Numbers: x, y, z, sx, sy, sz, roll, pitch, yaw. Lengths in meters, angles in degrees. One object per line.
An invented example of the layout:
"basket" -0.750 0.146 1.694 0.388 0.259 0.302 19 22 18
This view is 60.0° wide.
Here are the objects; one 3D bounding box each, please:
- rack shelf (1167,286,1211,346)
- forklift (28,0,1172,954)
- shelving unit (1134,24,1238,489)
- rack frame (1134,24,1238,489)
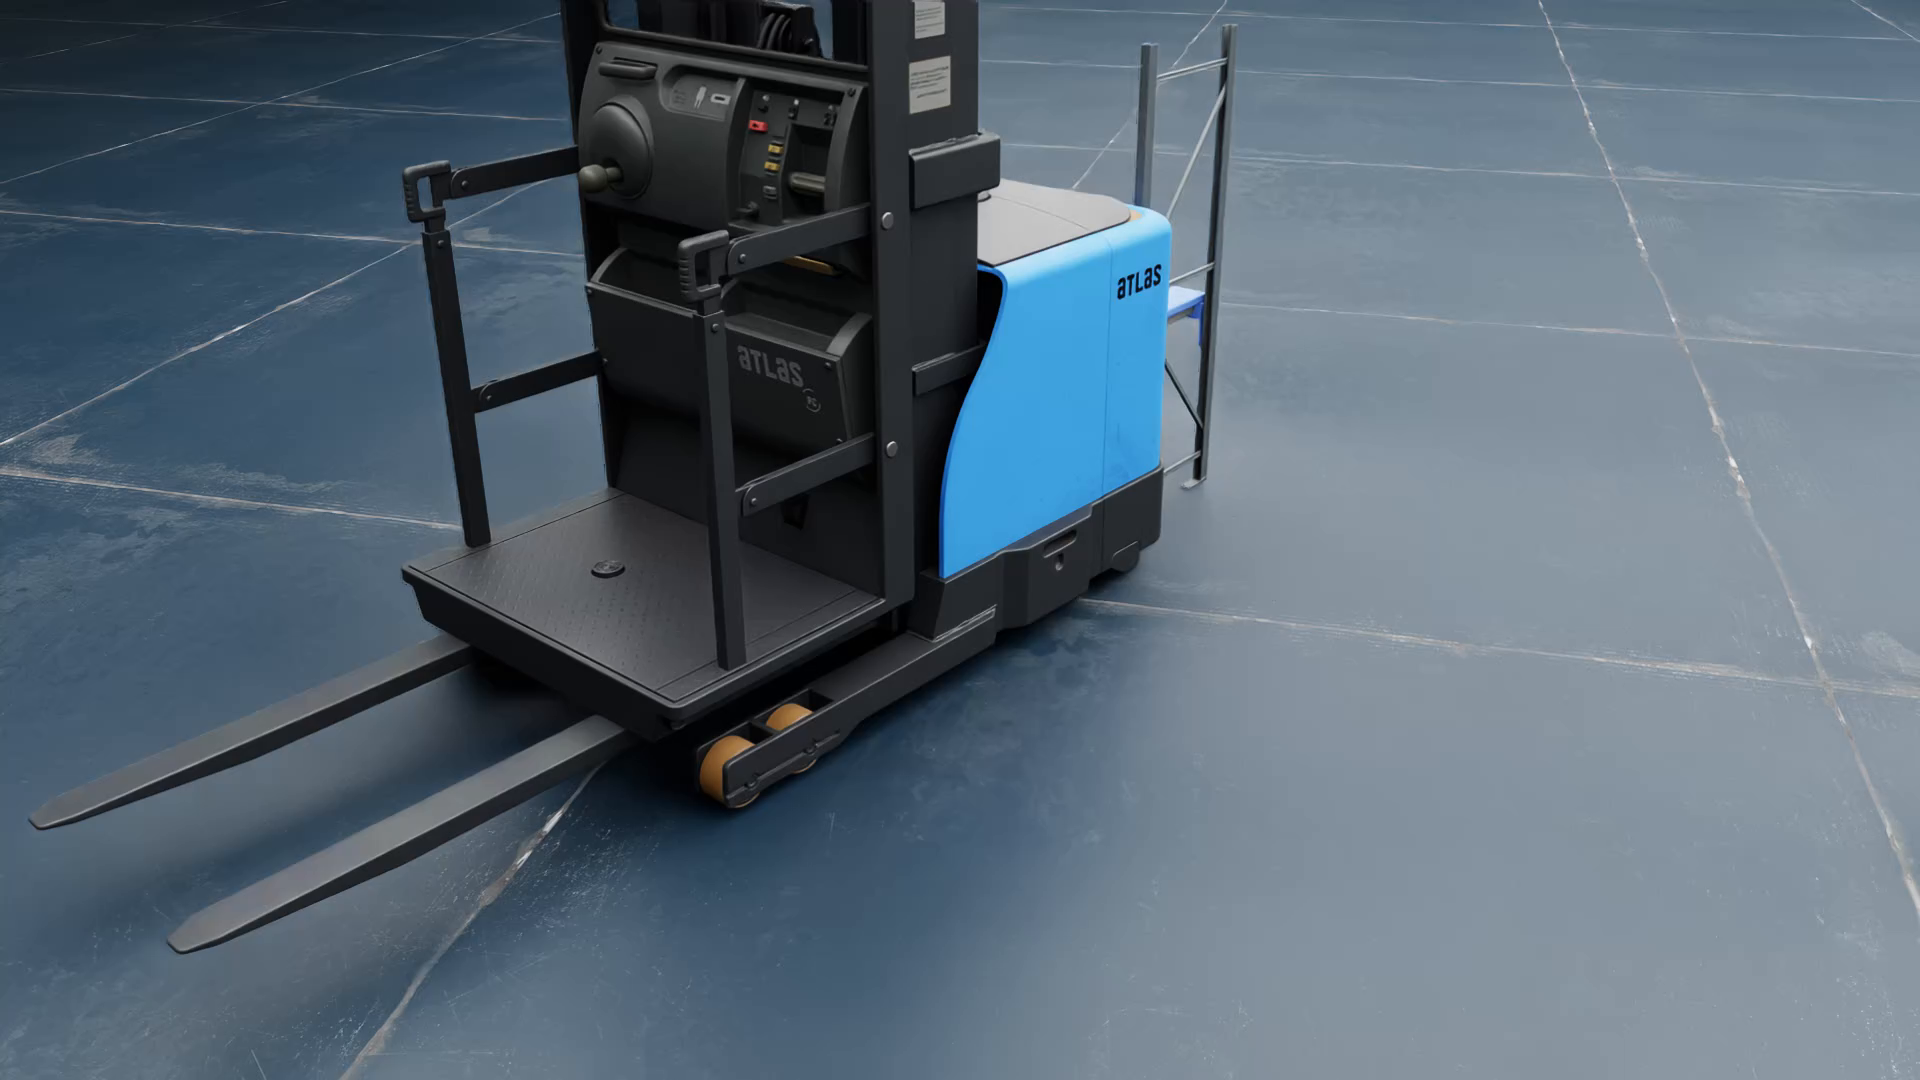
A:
"rack shelf" 0.279 -0.778 5.558 1.000 0.185 0.538 19 31 34
"forklift" -0.725 -0.936 3.807 1.130 2.935 3.031 20 32 36
"shelving unit" 0.279 -0.941 5.480 1.048 1.500 0.538 19 31 34
"rack frame" 0.679 -0.806 5.197 0.032 1.500 0.500 19 31 34
